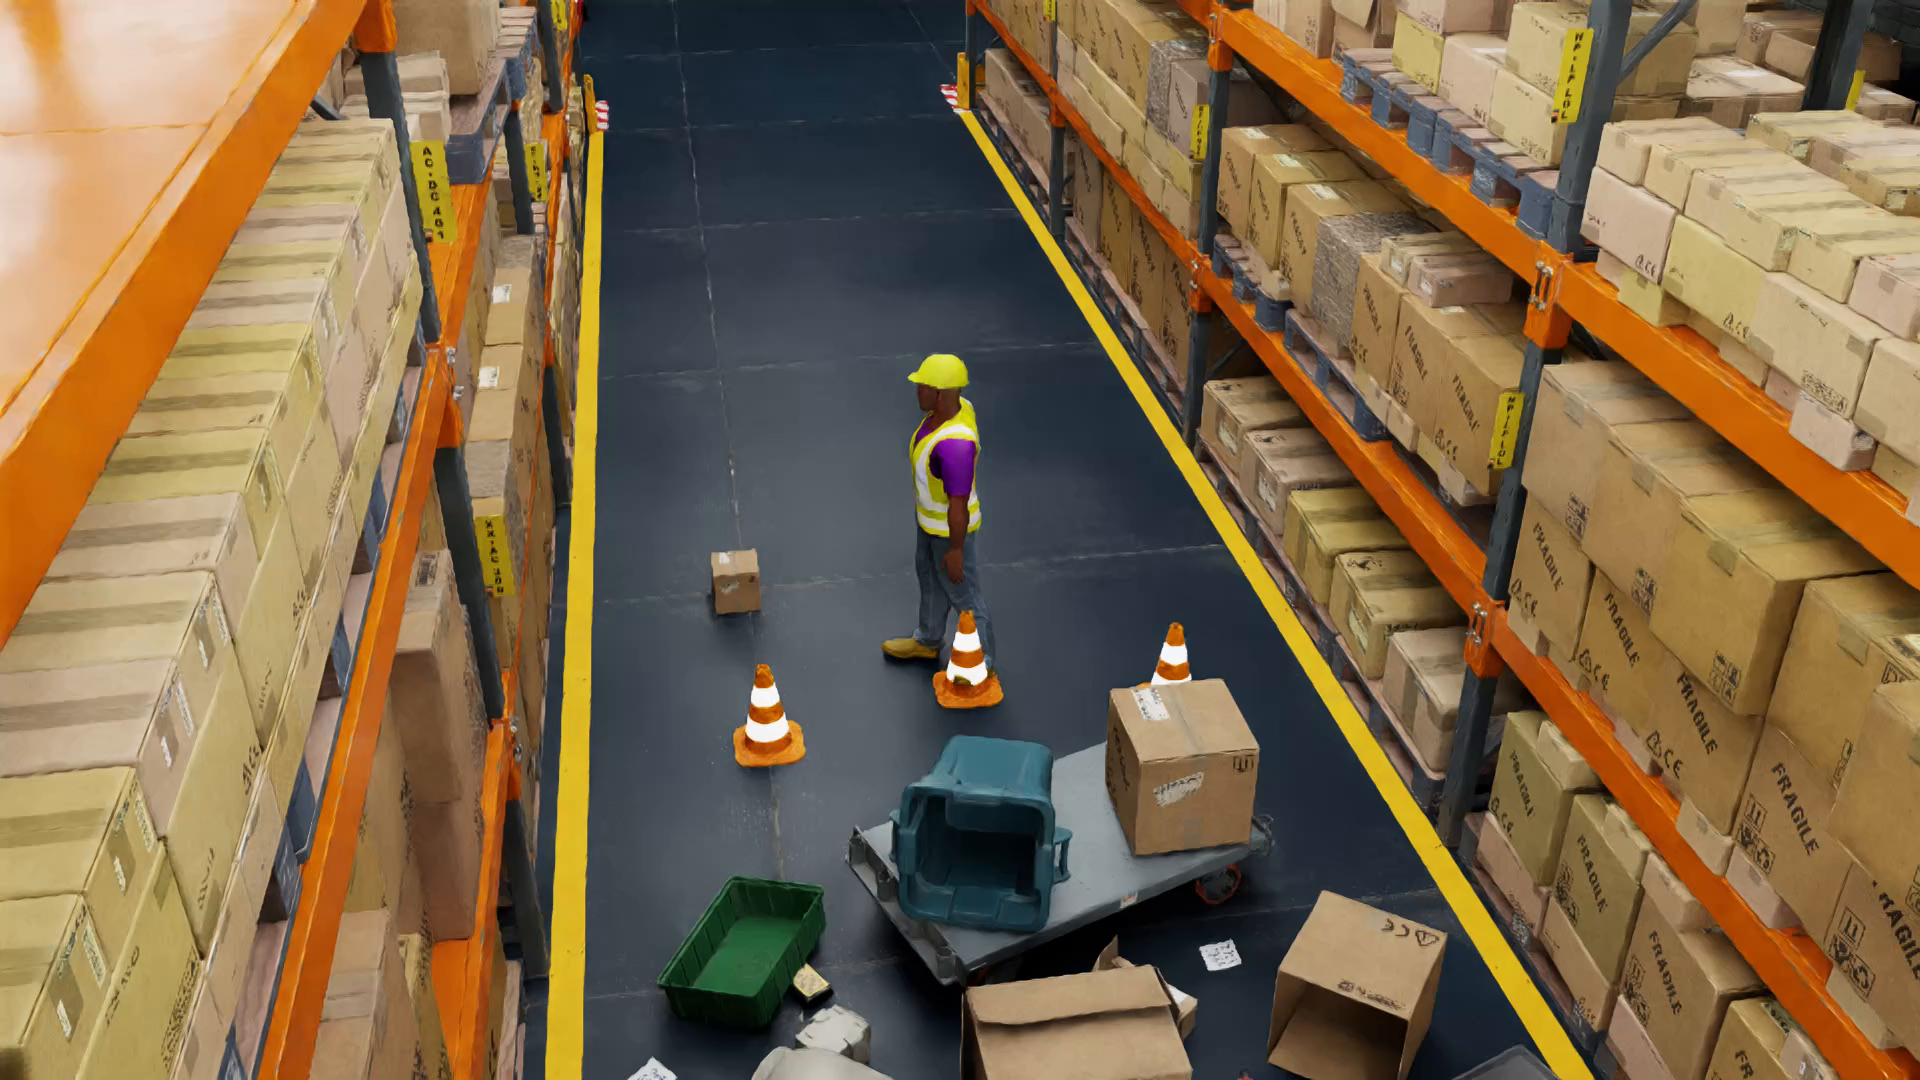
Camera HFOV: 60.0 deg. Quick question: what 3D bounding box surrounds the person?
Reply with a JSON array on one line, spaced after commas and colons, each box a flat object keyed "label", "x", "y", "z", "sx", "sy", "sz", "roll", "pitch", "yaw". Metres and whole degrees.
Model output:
[{"label": "person", "x": -0.113, "y": -0.111, "z": 8.270, "sx": 0.567, "sy": 1.769, "sz": 0.732, "roll": -5, "pitch": 31, "yaw": -8}]
